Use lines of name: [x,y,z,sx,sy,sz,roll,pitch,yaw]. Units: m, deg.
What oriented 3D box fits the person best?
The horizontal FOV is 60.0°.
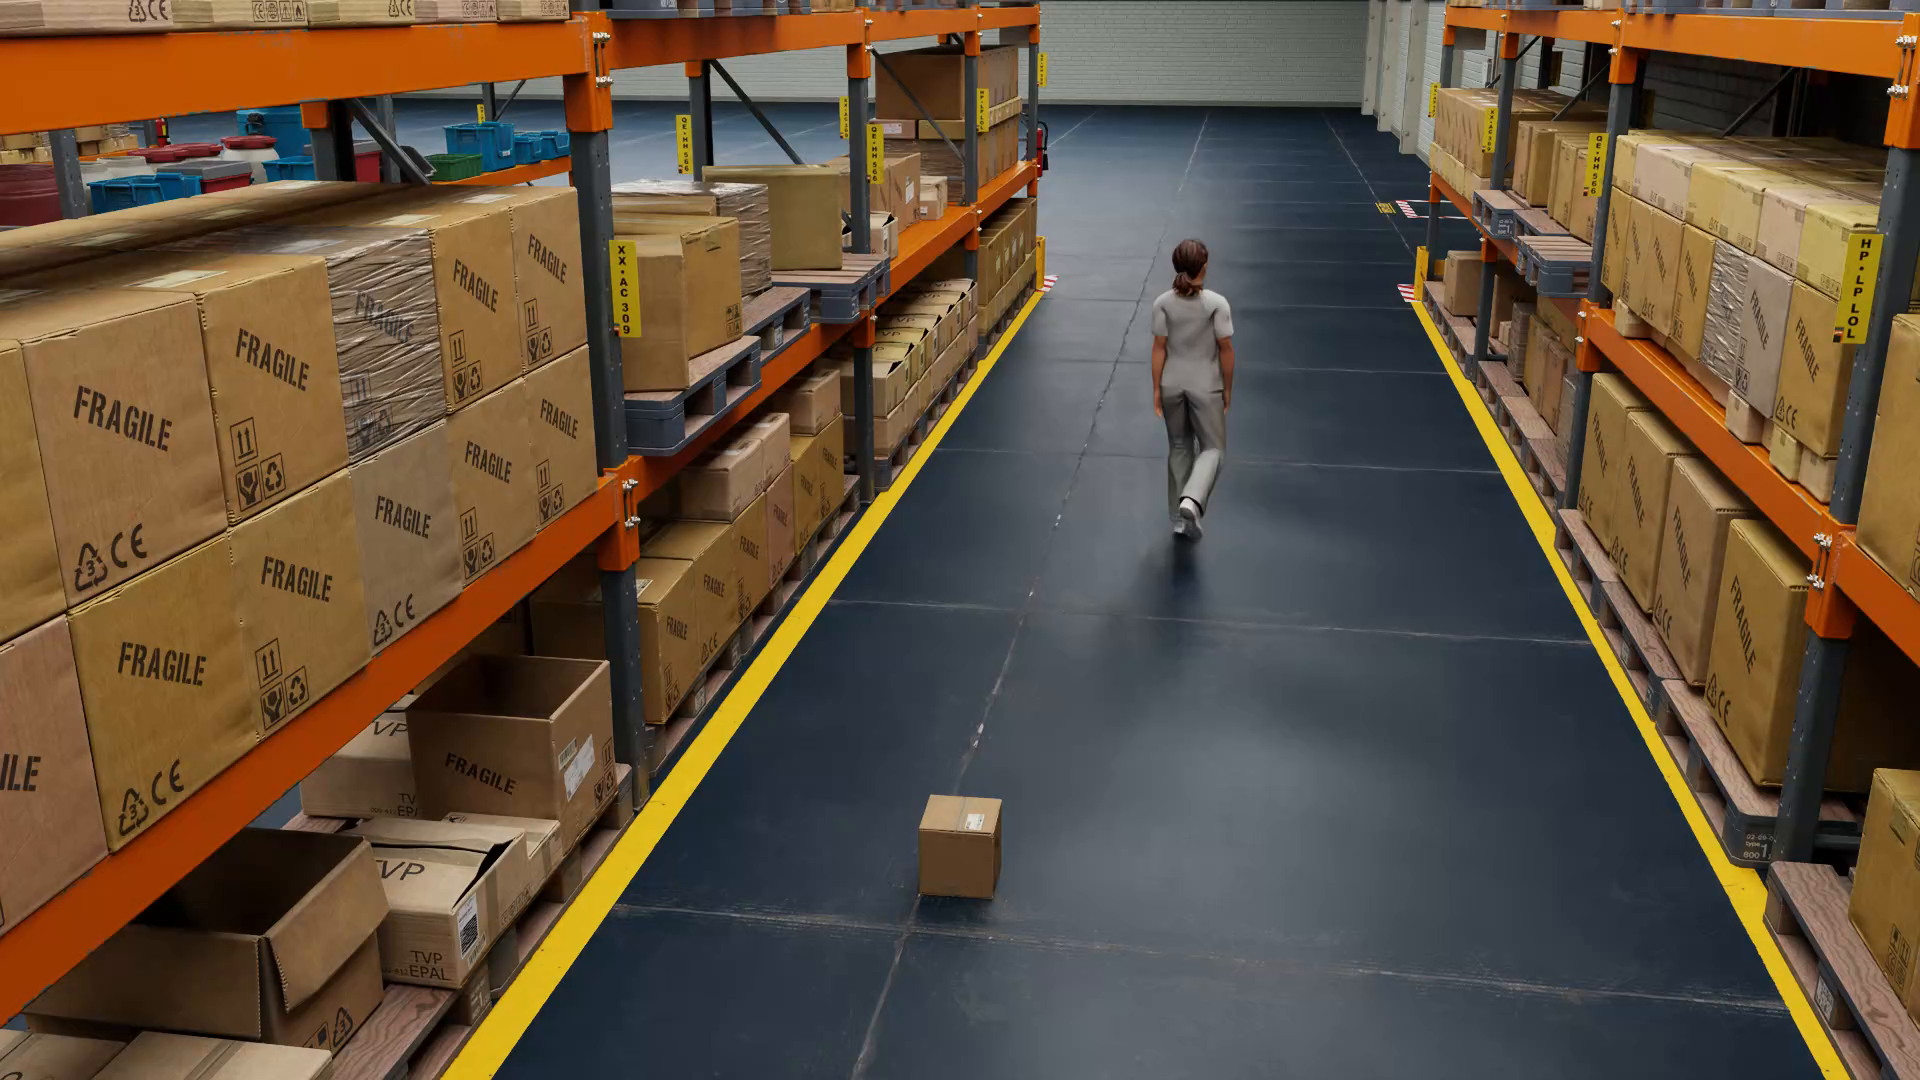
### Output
person: [1.242,-0.795,8.974,0.444,1.650,0.737,7,19,20]
